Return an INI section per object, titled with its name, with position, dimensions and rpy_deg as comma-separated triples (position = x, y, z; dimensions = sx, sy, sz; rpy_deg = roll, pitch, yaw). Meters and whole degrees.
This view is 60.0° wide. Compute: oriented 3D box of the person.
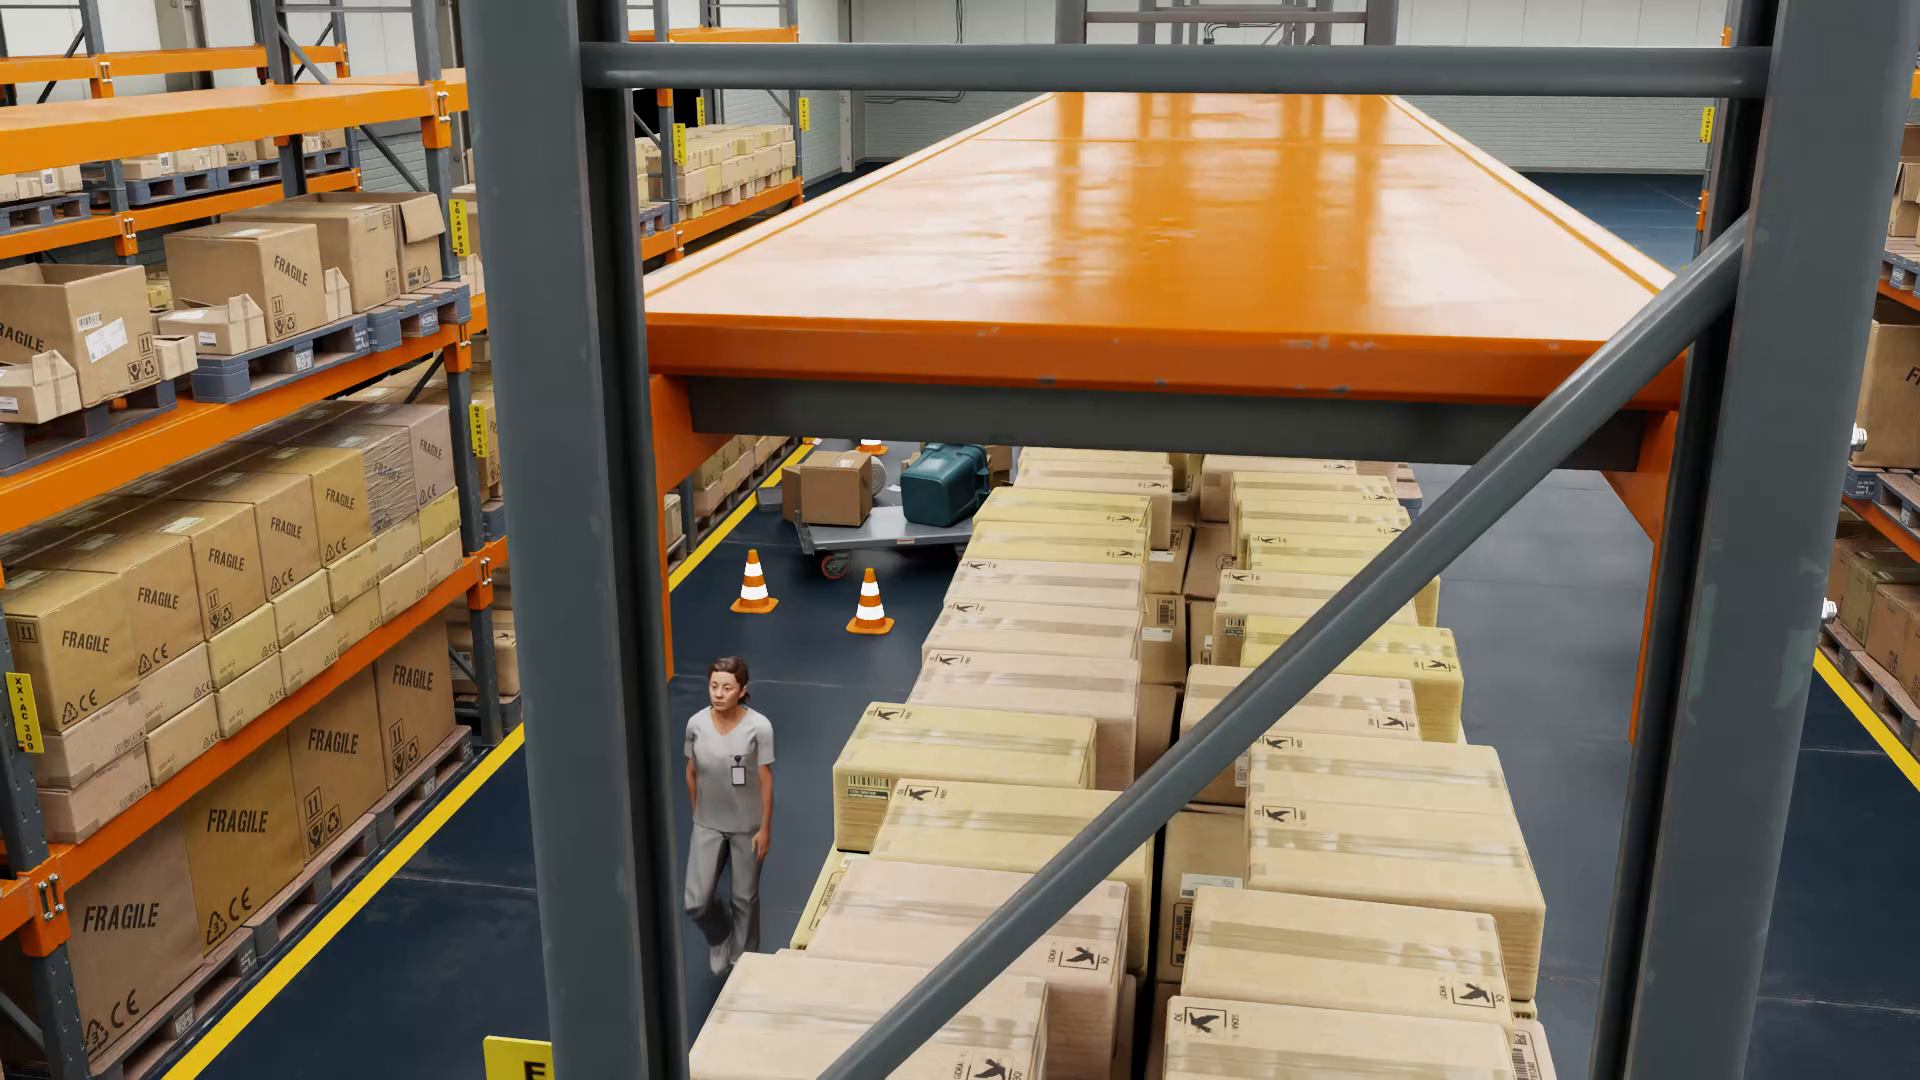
[person]
position = -1.083, 1.349, 7.827
dimensions = 0.441, 1.659, 0.456
rpy_deg = 1, 18, 3
